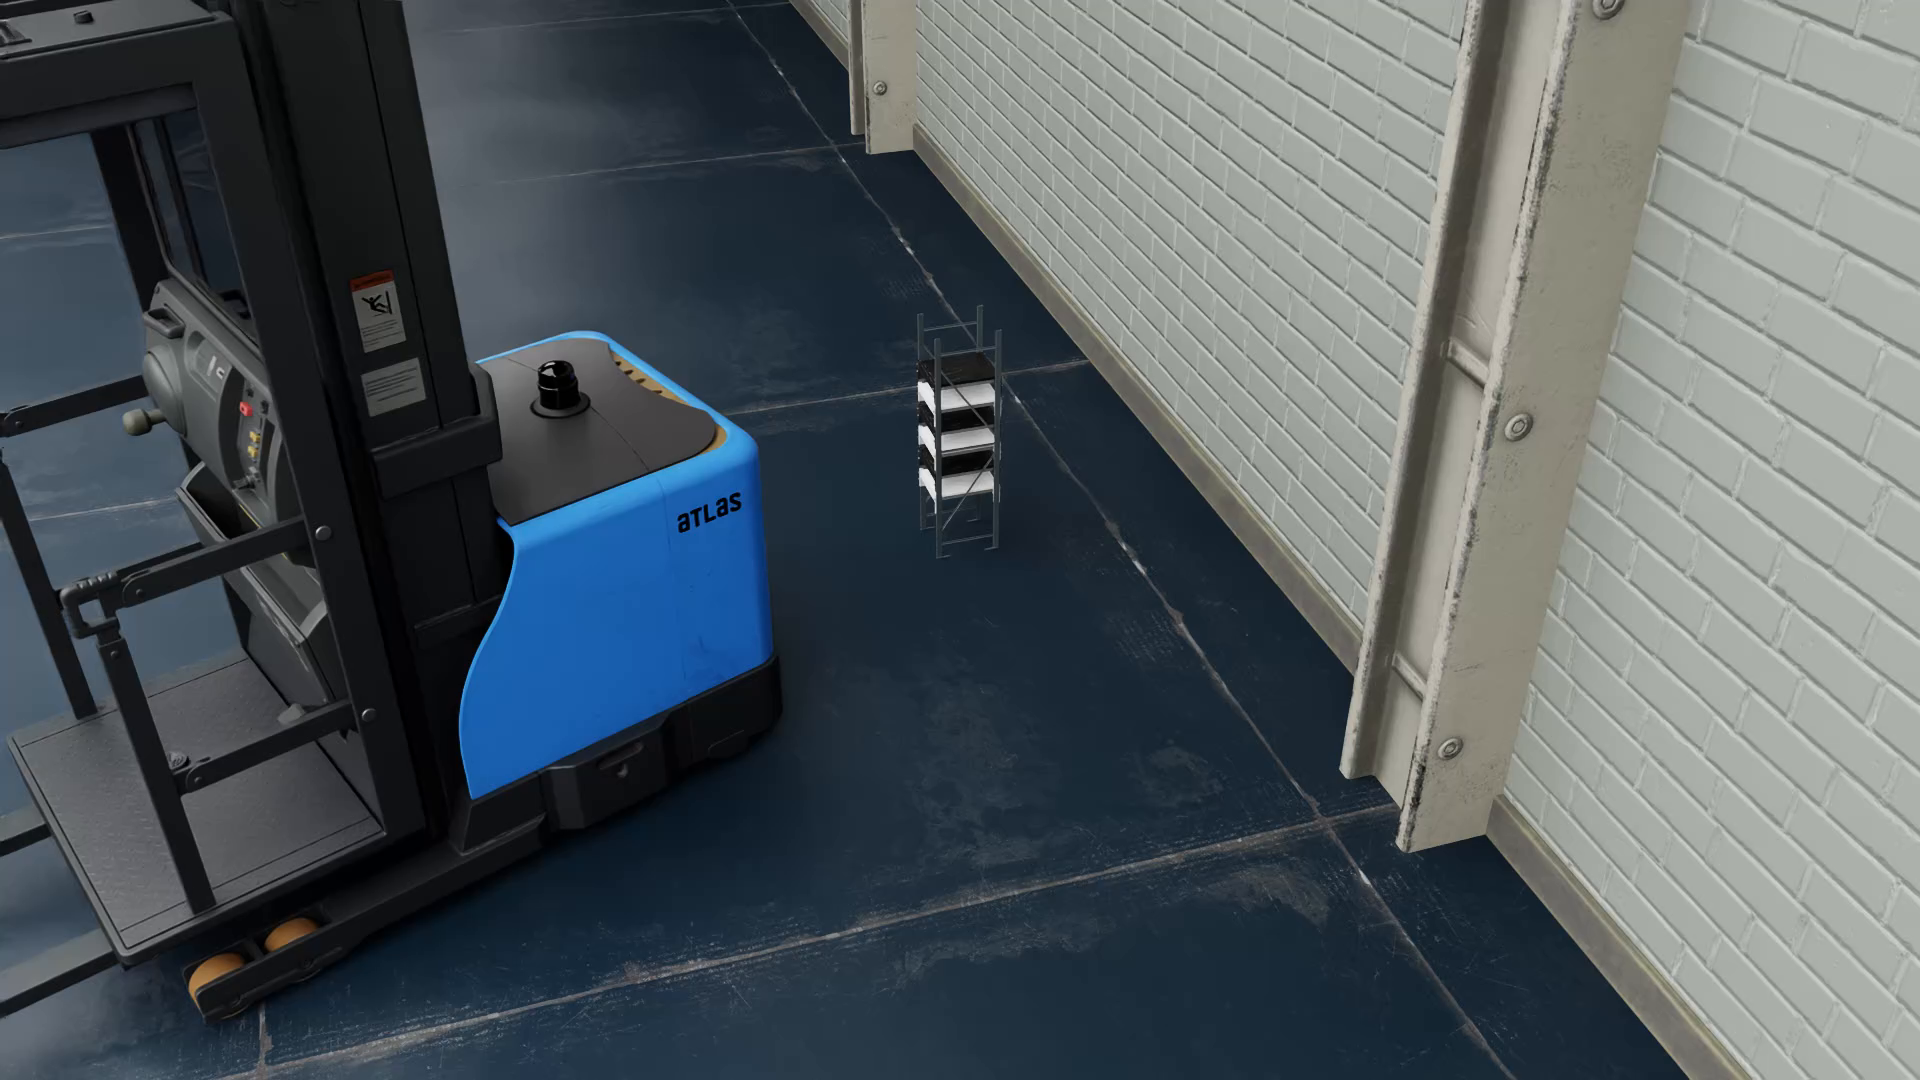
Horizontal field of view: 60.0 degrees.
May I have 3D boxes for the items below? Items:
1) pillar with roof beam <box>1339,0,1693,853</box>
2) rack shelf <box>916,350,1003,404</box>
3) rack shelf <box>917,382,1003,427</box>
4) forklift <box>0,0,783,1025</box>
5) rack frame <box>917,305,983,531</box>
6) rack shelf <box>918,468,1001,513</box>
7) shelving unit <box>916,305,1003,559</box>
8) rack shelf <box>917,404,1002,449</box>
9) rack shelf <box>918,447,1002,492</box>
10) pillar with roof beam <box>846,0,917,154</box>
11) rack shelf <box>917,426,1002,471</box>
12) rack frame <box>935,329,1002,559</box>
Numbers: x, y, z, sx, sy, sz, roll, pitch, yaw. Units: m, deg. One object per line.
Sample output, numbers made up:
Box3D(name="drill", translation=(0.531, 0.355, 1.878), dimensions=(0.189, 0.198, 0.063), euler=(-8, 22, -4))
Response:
Box3D(name="pillar with roof beam", translation=(-2.715, -2.243, 1.482), dimensions=(9.100, 9.000, 0.400), euler=(-10, 35, -15))
Box3D(name="rack shelf", translation=(-0.002, -0.577, 5.878), dimensions=(0.258, 0.077, 0.200), euler=(-10, 35, -15))
Box3D(name="rack shelf", translation=(-0.002, -0.502, 5.928), dimensions=(0.258, 0.077, 0.200), euler=(-10, 35, -15))
Box3D(name="forklift", translation=(-2.022, -0.301, 4.047), dimensions=(3.031, 2.935, 1.130), euler=(-25, 41, -32))
Box3D(name="rack frame", translation=(-0.033, -0.433, 6.089), dimensions=(0.240, 0.900, 0.006), euler=(-10, 35, -15))
Box3D(name="rack shelf", translation=(-0.002, -0.202, 6.126), dimensions=(0.258, 0.077, 0.200), euler=(-10, 35, -15))
Box3D(name="shelving unit", translation=(-0.002, -0.380, 6.008), dimensions=(0.258, 0.900, 0.210), euler=(-10, 35, -15))
Box3D(name="rack shelf", translation=(-0.002, -0.427, 5.977), dimensions=(0.258, 0.077, 0.200), euler=(-10, 35, -15))
Box3D(name="rack shelf", translation=(-0.002, -0.277, 6.076), dimensions=(0.258, 0.077, 0.200), euler=(-10, 35, -15))
Box3D(name="pillar with roof beam", translation=(-4.545, -5.394, 6.250), dimensions=(9.100, 9.000, 0.400), euler=(-10, 35, -15))
Box3D(name="rack shelf", translation=(-0.002, -0.352, 6.027), dimensions=(0.258, 0.077, 0.200), euler=(-10, 35, -15))
Box3D(name="rack frame", translation=(0.029, -0.326, 5.928), dimensions=(0.240, 0.900, 0.006), euler=(-10, 35, -15))
